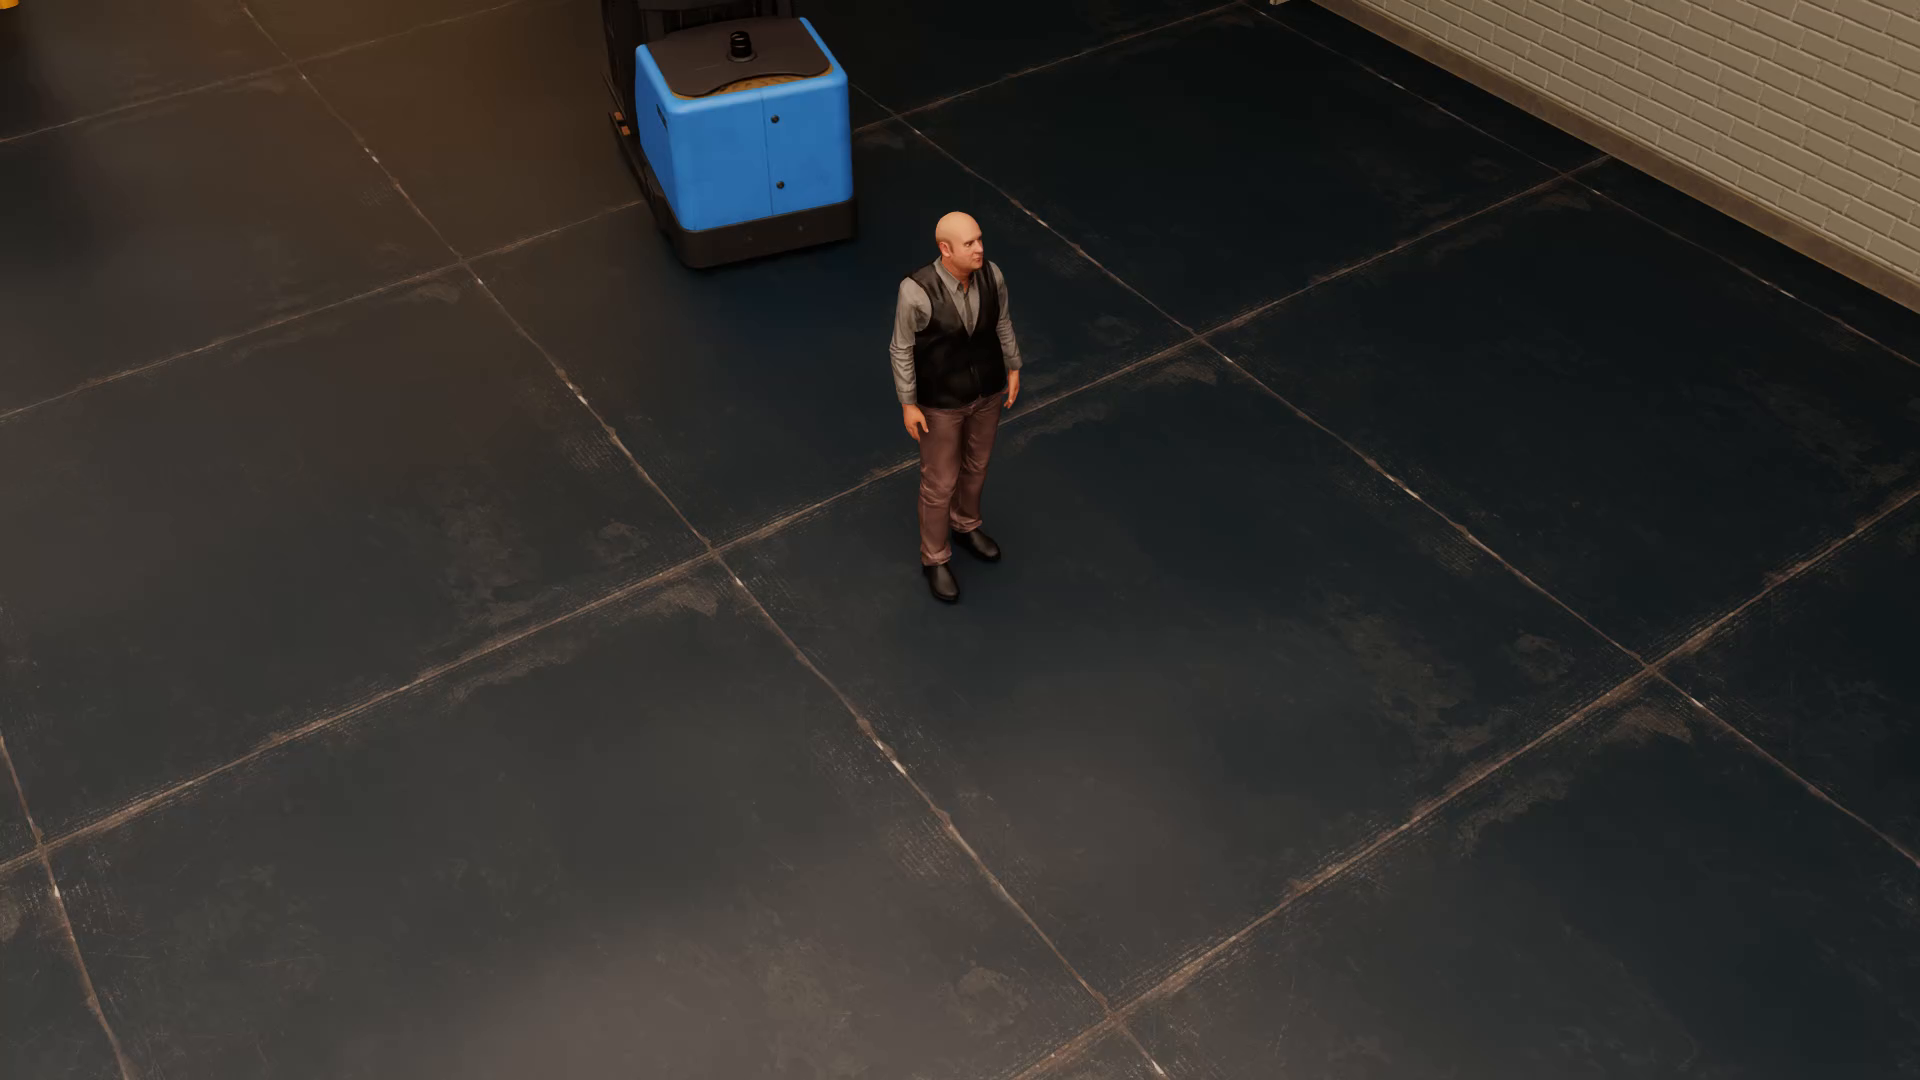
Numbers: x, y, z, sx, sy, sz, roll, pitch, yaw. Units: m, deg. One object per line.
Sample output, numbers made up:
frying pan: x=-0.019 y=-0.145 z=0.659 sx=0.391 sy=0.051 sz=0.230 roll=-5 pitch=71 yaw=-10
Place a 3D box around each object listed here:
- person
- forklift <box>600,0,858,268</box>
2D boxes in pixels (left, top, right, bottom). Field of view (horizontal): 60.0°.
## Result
person: x=0.030 y=-0.601 z=7.249 sx=0.633 sy=1.722 sz=0.566 roll=-25 pitch=48 yaw=-25
forklift: x=-1.603 y=-3.631 z=9.655 sx=1.130 sy=2.935 sz=3.031 roll=-15 pitch=45 yaw=-15
